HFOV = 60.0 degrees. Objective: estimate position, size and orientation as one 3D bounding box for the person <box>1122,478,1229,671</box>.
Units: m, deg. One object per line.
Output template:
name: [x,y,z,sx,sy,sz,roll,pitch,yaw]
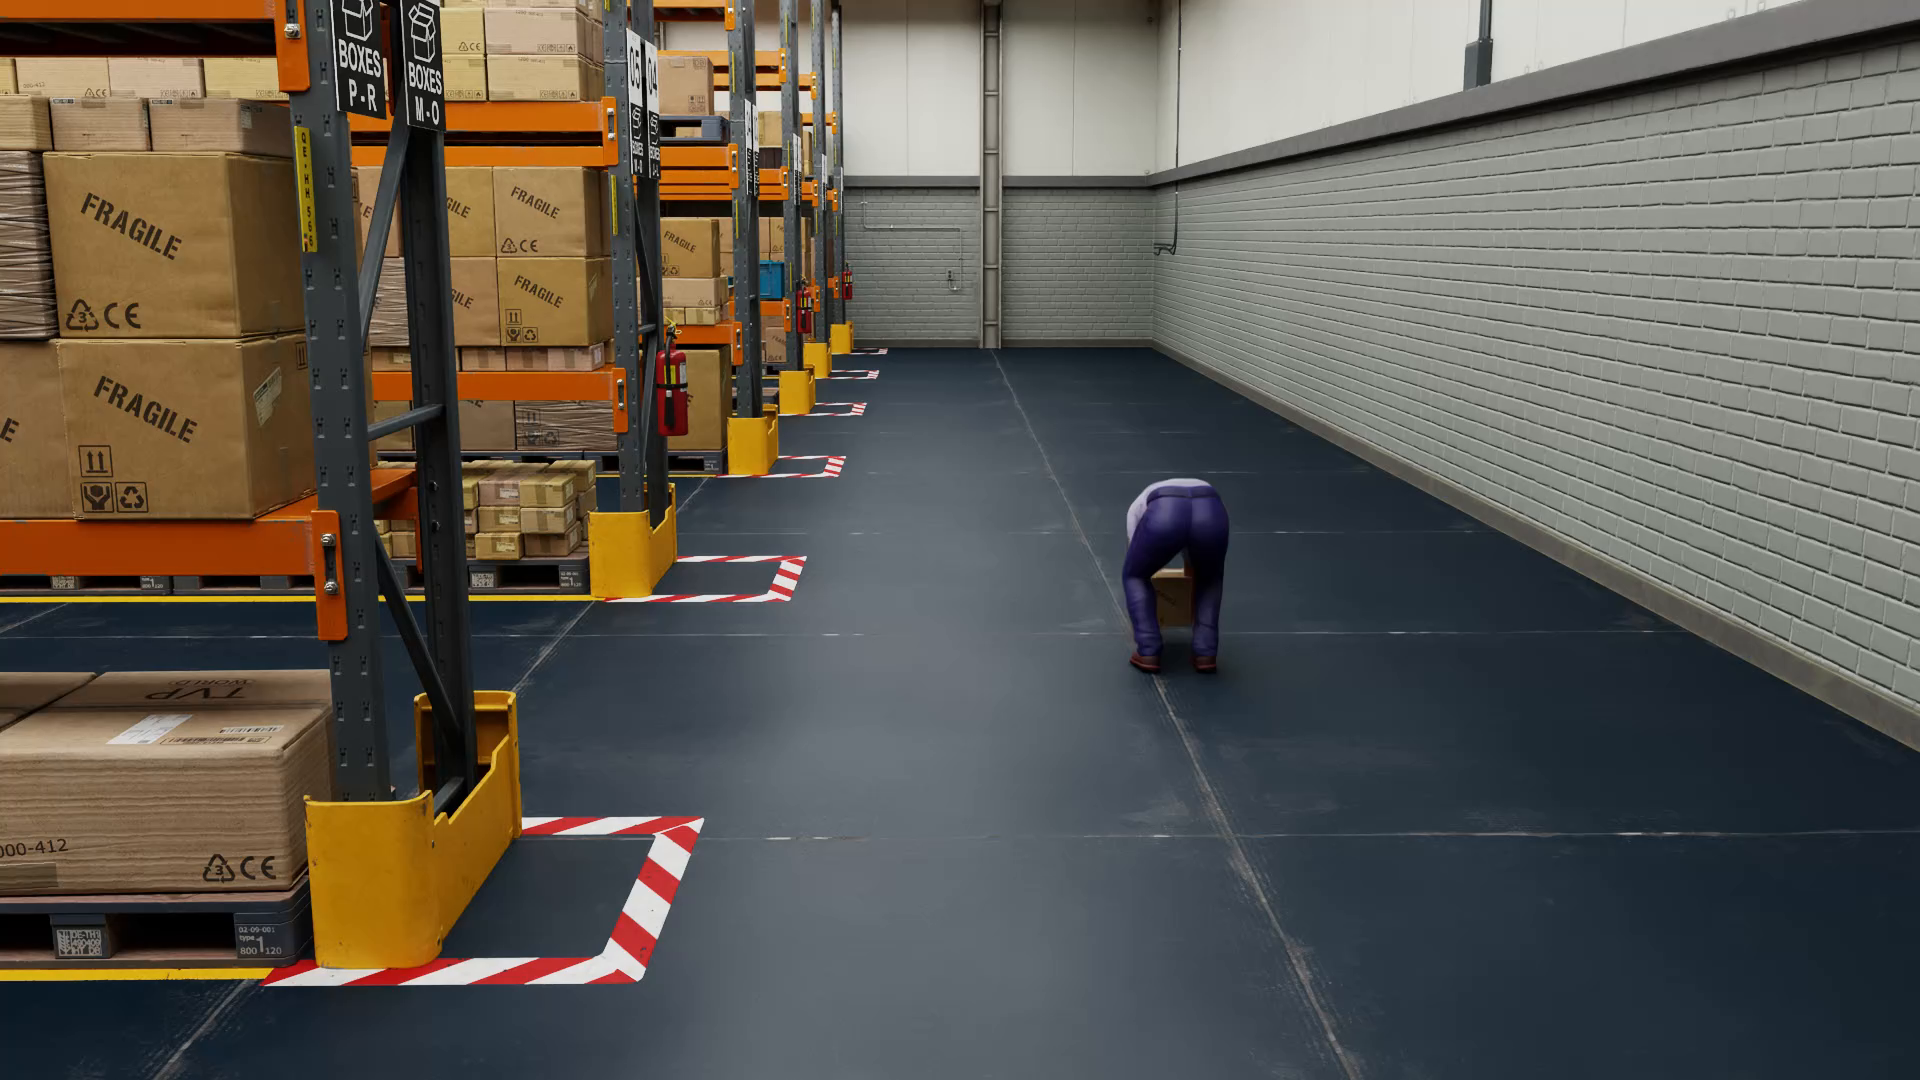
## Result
person: [1.042,0.132,8.217,0.505,0.933,0.905,-1,11,-4]
